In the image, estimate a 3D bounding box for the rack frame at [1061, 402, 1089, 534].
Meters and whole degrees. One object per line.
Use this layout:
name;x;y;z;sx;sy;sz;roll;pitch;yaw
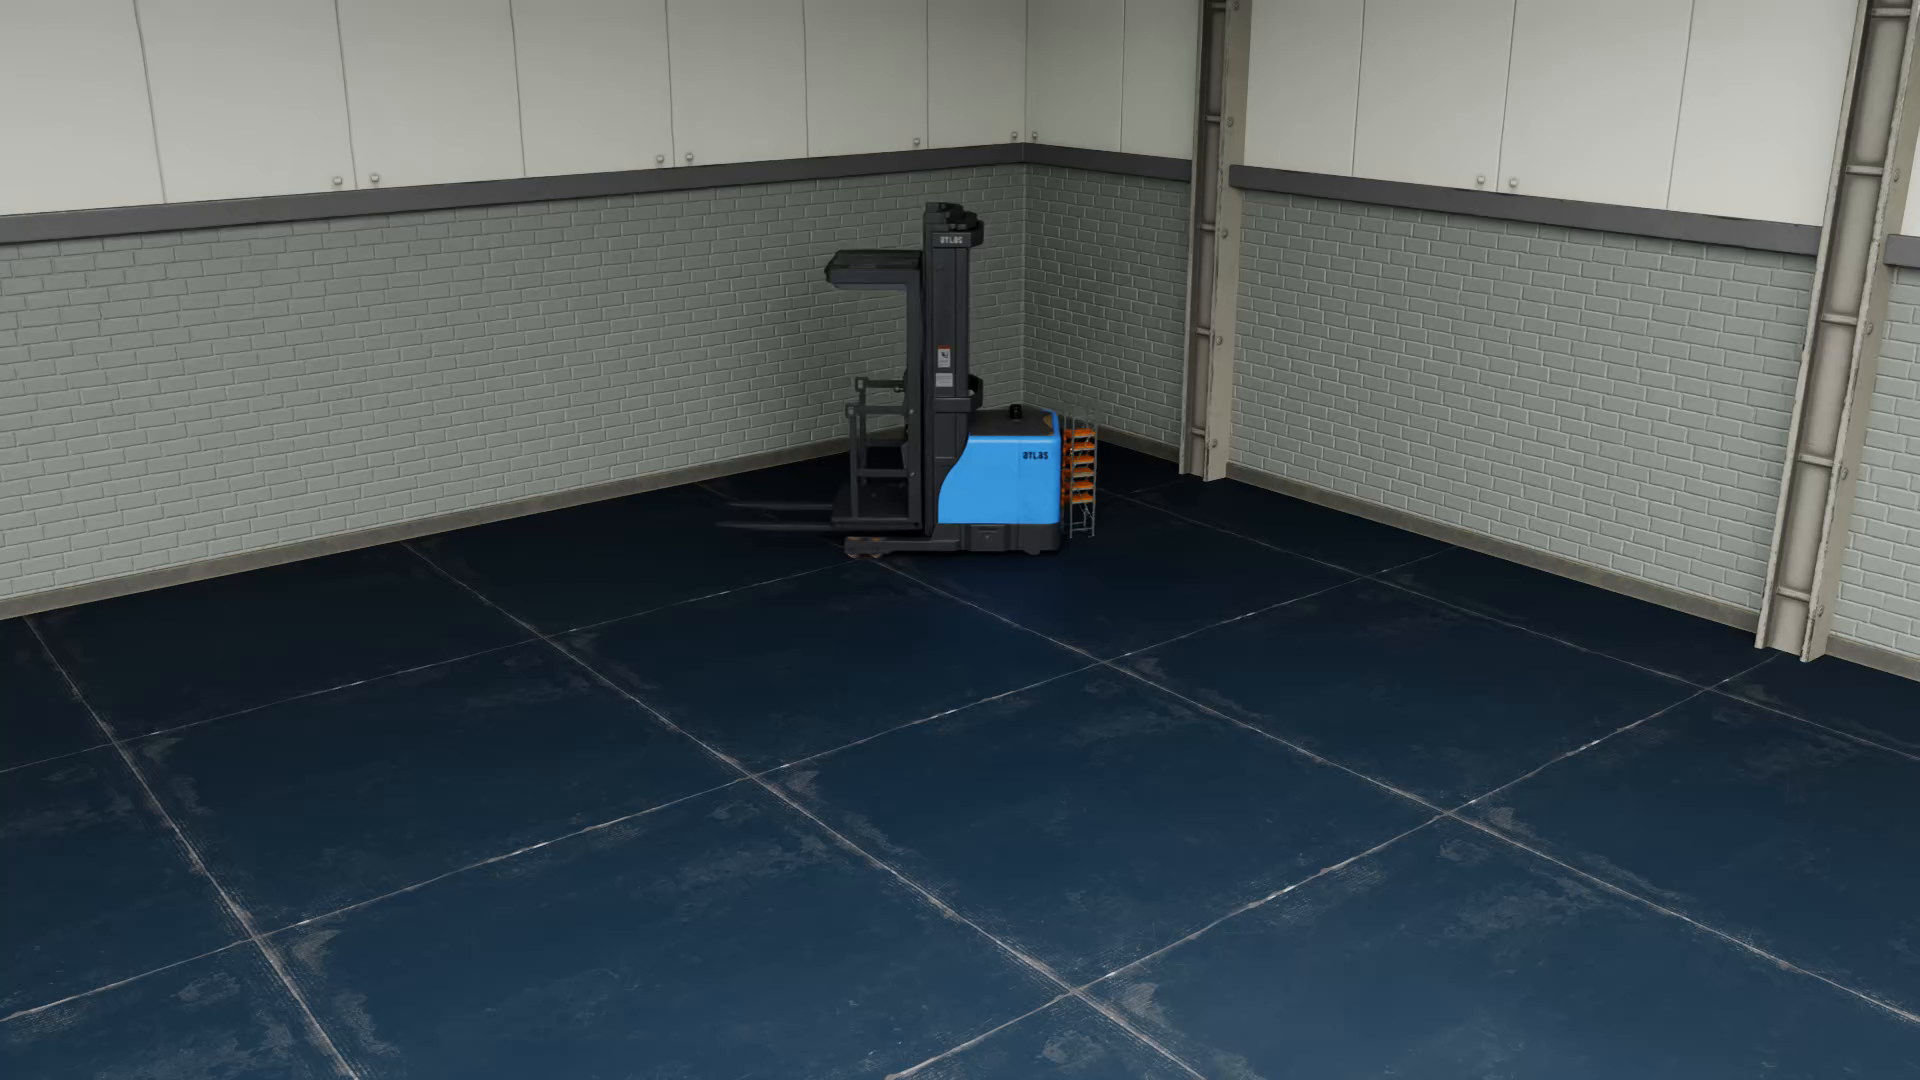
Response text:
rack frame;1.031;-0.642;14.889;0.240;1.200;0.006;-6;18;-20

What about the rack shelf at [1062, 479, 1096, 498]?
rack shelf;1.062;-0.460;14.856;0.258;0.103;0.180;-6;18;-20

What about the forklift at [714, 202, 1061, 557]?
forklift;-0.628;-1.406;14.447;3.031;2.935;1.130;0;18;1

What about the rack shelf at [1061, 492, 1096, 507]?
rack shelf;1.061;-0.345;14.891;0.258;0.103;0.180;-6;18;-20

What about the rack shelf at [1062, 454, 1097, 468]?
rack shelf;1.063;-0.689;14.784;0.258;0.103;0.180;-6;18;-20

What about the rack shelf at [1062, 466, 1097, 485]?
rack shelf;1.062;-0.574;14.820;0.258;0.103;0.180;-6;18;-20

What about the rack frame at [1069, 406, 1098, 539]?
rack frame;1.094;-0.591;14.725;0.240;1.200;0.006;-6;18;-20

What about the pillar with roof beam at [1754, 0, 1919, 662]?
pillar with roof beam;2.814;-2.614;8.443;9.100;9.000;0.400;-14;23;-36

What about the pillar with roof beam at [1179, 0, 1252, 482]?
pillar with roof beam;-0.912;-4.093;12.907;9.100;9.000;0.400;-14;23;-36

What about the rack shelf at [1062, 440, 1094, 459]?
rack shelf;1.064;-0.803;14.749;0.258;0.103;0.180;-6;18;-20

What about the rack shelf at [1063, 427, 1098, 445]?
rack shelf;1.064;-0.918;14.713;0.258;0.103;0.180;-6;18;-20

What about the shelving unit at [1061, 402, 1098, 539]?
shelving unit;1.063;-0.617;14.807;0.258;1.200;0.189;-6;18;-20
